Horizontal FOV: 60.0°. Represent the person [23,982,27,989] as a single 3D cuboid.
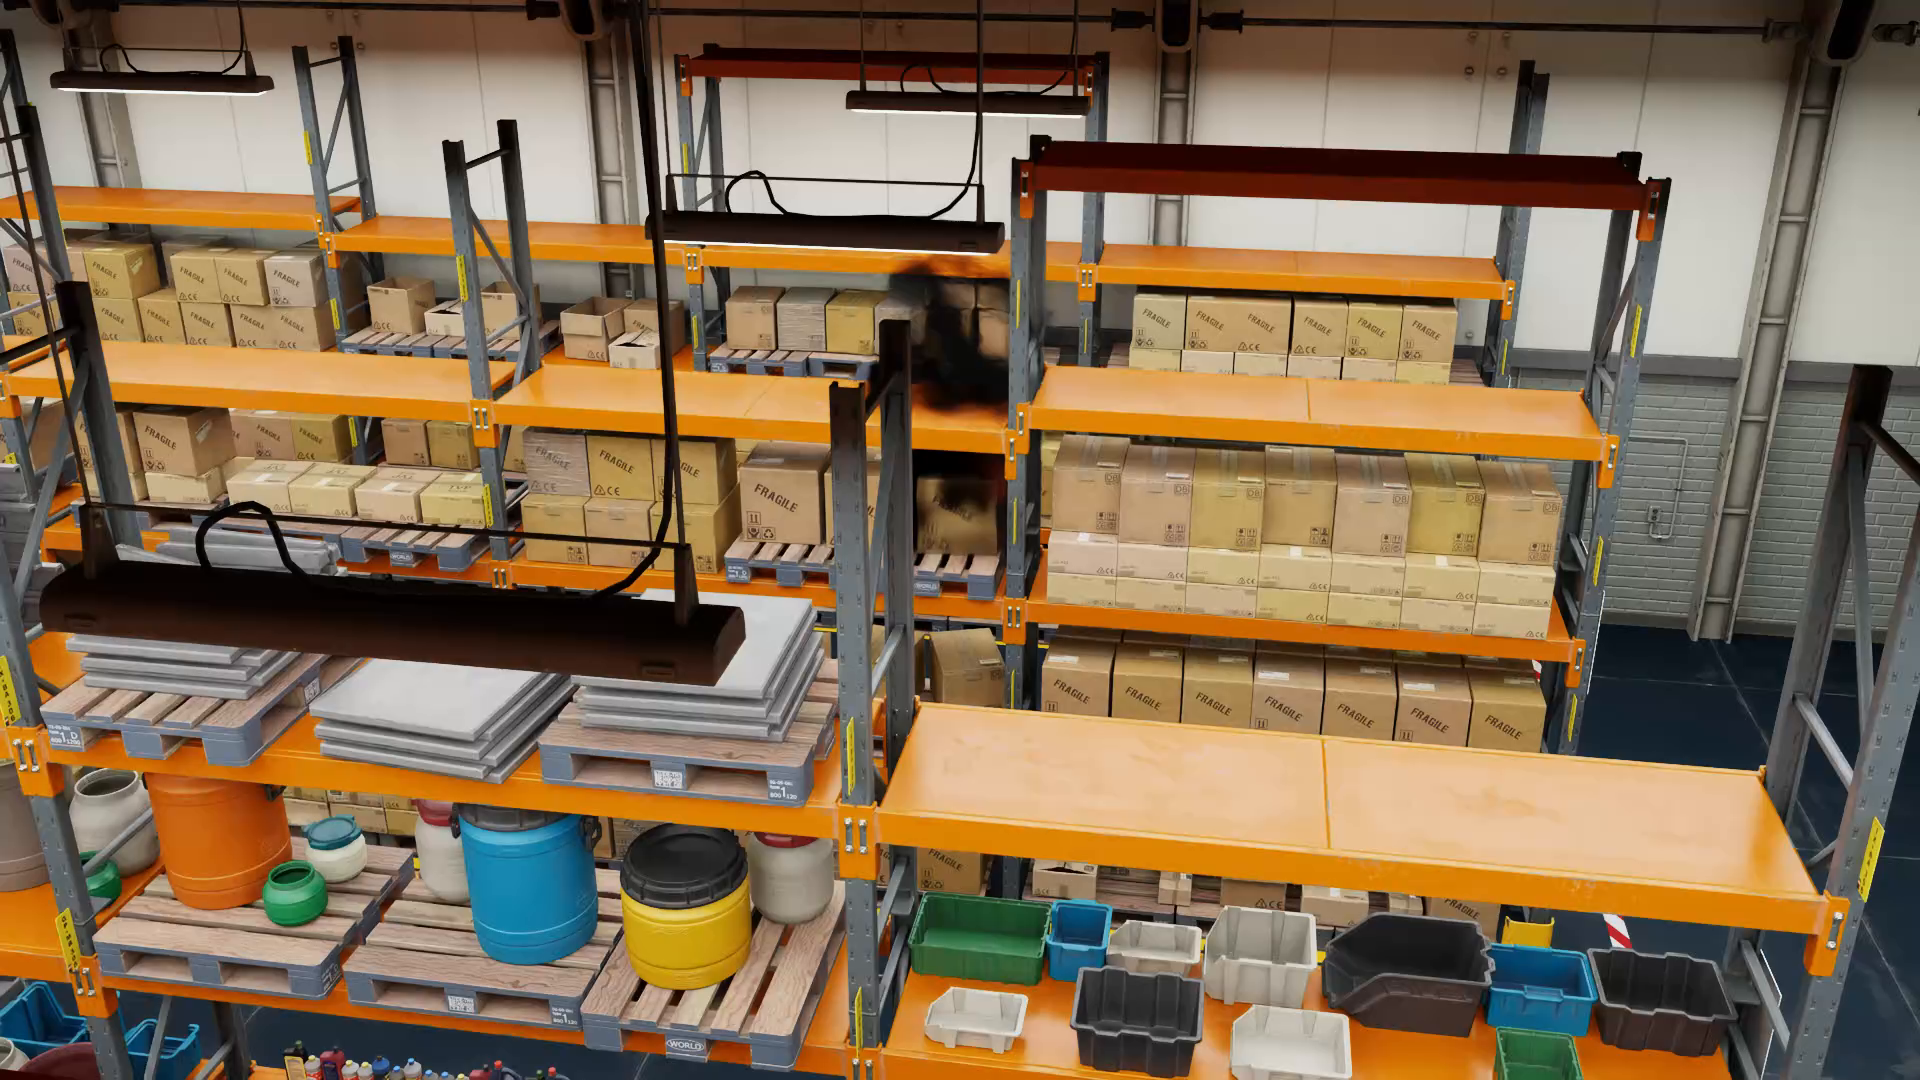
[{"bbox_3d":[-7.009,2.697,11.761,0.918,1.828,0.599,2,23,4],"label":"person"}]
